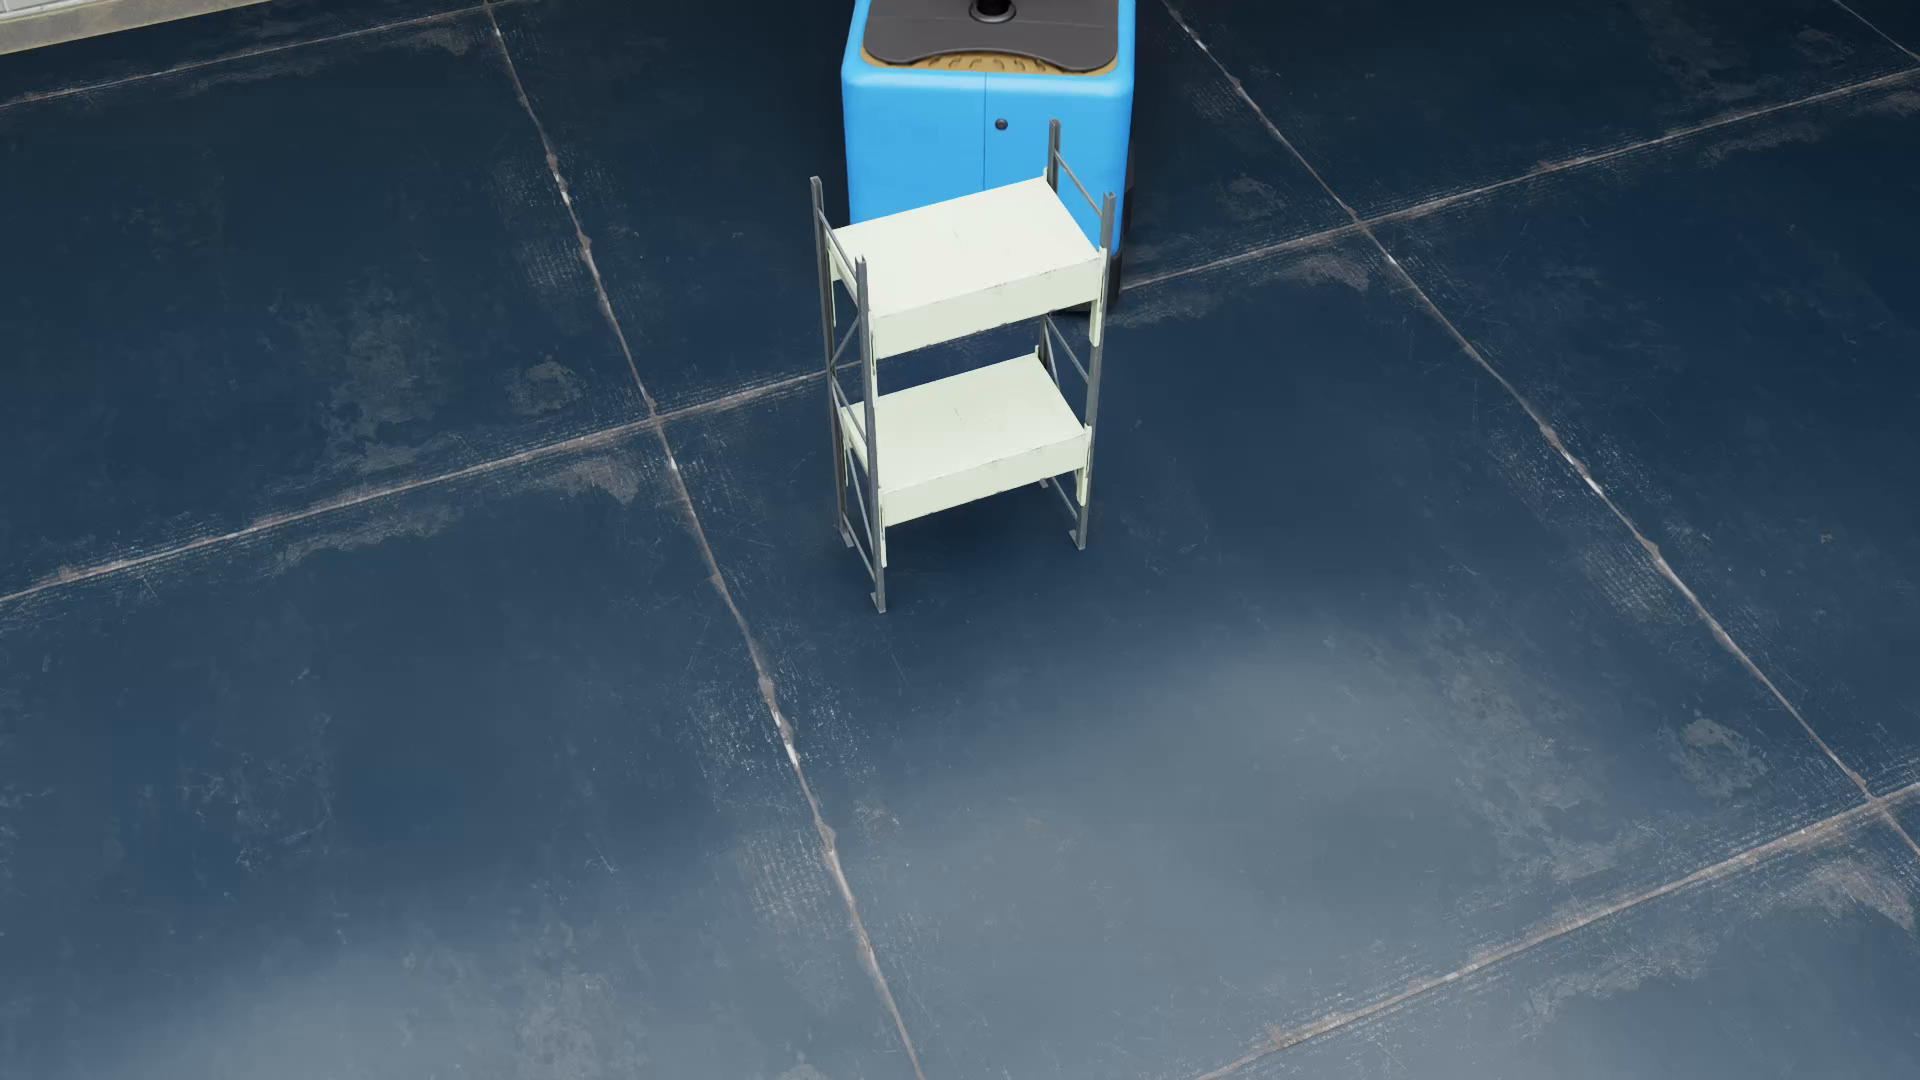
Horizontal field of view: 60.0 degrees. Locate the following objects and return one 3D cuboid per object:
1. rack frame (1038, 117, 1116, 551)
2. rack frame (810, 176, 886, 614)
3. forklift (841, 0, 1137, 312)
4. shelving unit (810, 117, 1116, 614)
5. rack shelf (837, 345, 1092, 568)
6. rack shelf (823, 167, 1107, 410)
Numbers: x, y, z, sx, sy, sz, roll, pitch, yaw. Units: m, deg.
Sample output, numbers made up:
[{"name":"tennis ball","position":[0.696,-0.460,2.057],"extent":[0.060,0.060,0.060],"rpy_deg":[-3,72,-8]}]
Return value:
[{"name":"rack frame","position":[0.345,-0.596,5.273],"extent":[0.023,1.500,0.400],"rpy_deg":[-17,52,-14]},{"name":"rack frame","position":[-0.333,-0.386,5.093],"extent":[0.023,1.500,0.400],"rpy_deg":[-17,52,-14]},{"name":"forklift","position":[0.200,-2.957,6.358],"extent":[1.130,2.935,3.031],"rpy_deg":[3,49,3]},{"name":"shelving unit","position":[0.006,-0.491,5.183],"extent":[0.755,1.500,0.431],"rpy_deg":[-17,52,-14]},{"name":"rack shelf","position":[0.006,-0.278,5.430],"extent":[0.720,0.370,0.431],"rpy_deg":[-17,52,-14]},{"name":"rack shelf","position":[0.006,-0.745,4.887],"extent":[0.720,0.370,0.431],"rpy_deg":[-17,52,-14]}]
